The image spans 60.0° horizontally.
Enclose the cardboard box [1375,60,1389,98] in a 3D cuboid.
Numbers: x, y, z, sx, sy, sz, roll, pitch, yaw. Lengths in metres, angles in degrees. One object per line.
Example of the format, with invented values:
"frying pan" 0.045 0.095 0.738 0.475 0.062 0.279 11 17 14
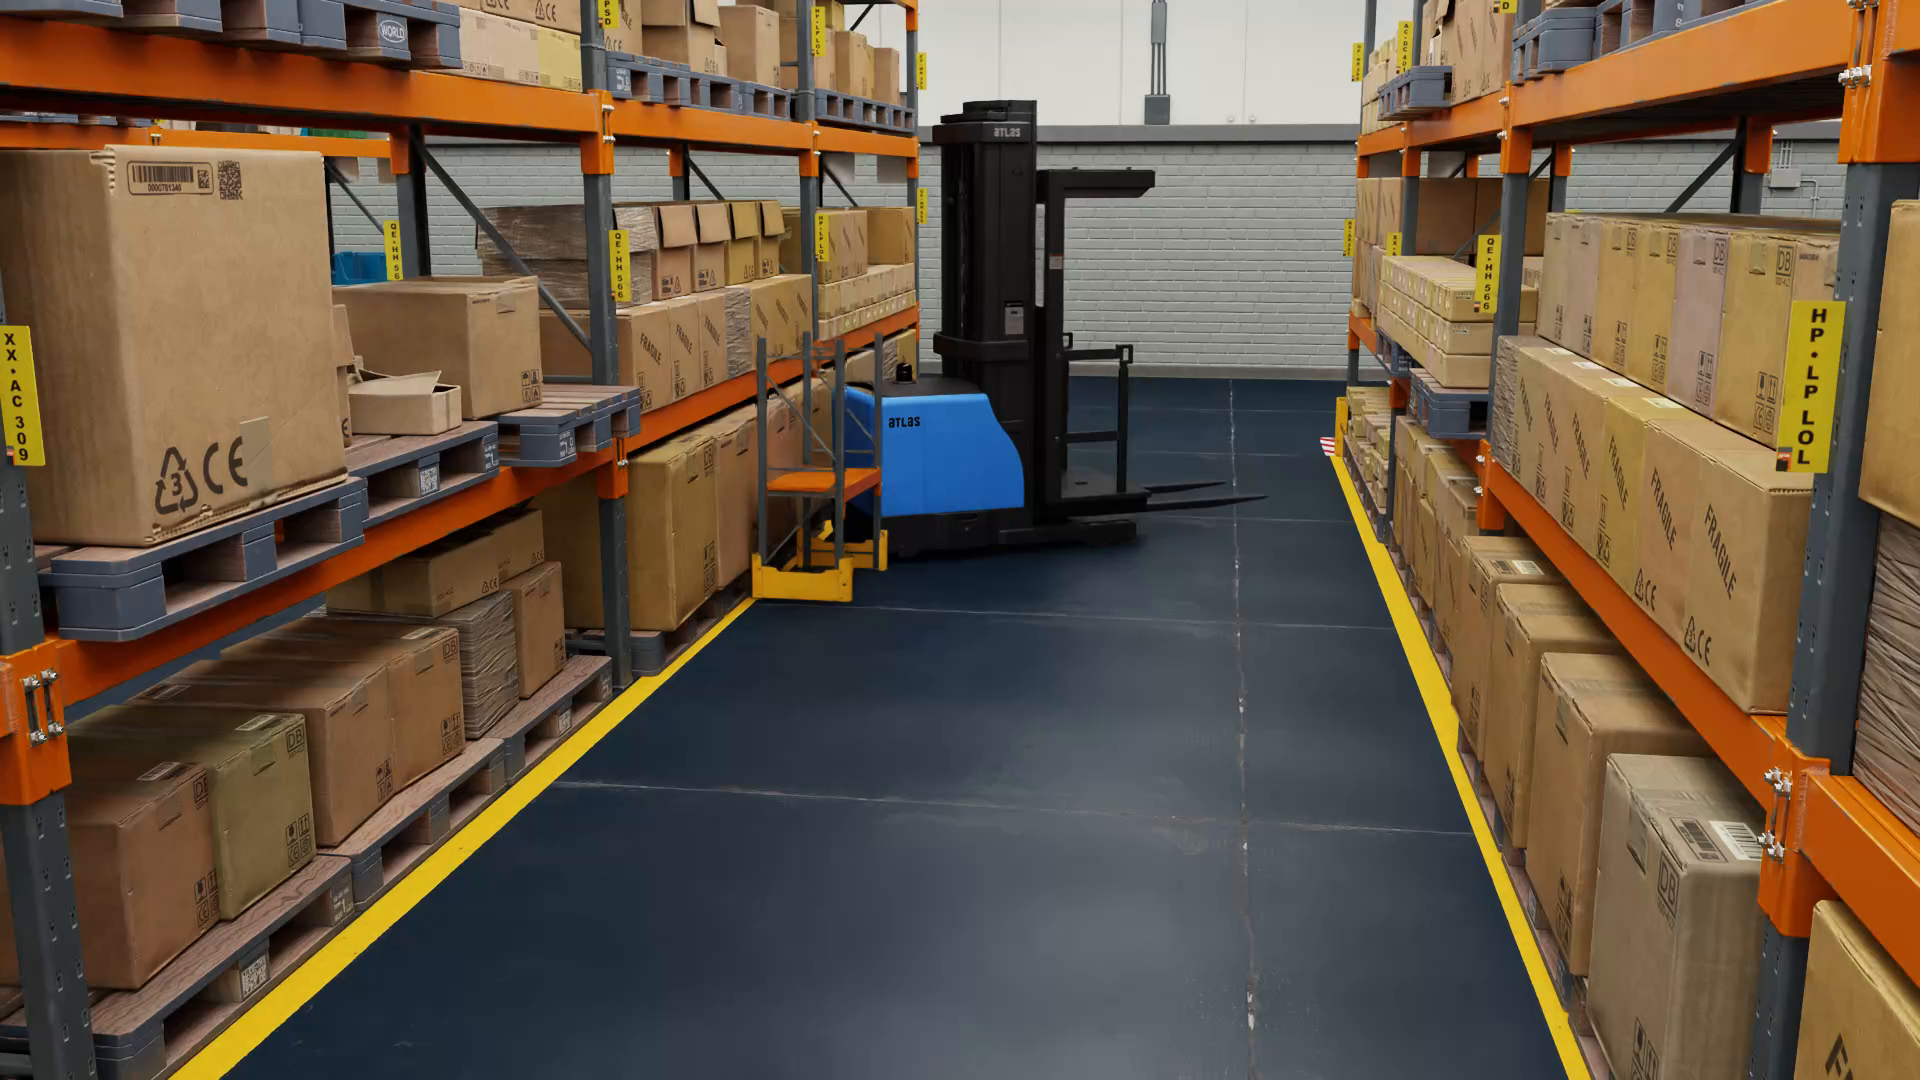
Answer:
"cardboard box" 3.429 -3.479 12.568 0.500 0.250 0.500 1 12 7

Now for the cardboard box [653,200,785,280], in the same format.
"cardboard box" -1.592 -1.999 11.031 0.797 0.503 0.637 2 12 7

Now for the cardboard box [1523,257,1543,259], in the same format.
"cardboard box" 3.514 -1.695 10.424 0.380 0.149 0.250 2 12 11

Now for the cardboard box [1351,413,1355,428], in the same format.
"cardboard box" 3.566 -1.045 14.287 0.380 0.149 0.250 2 12 8

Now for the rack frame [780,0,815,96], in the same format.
"rack frame" -1.502 -4.526 11.133 1.000 3.000 0.127 2 12 9

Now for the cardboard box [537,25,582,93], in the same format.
"cardboard box" -1.948 -2.046 7.105 0.500 0.250 0.500 2 12 9

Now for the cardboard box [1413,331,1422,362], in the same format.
"cardboard box" 2.551 -0.992 8.574 0.380 0.149 0.250 1 12 6

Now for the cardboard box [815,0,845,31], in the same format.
"cardboard box" -1.208 -4.141 13.219 0.500 0.250 0.500 1 12 7

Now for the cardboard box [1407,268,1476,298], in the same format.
"cardboard box" 2.632 -1.392 9.020 0.380 0.149 0.250 2 12 10

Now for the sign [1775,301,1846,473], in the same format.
"sign" 1.615 -0.289 3.153 0.100 0.325 0.005 2 12 9

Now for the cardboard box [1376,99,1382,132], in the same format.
"cardboard box" 3.435 -3.228 12.586 0.500 0.250 0.500 2 12 8

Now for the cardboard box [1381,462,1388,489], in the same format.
"cardboard box" 3.118 -0.444 11.498 0.380 0.149 0.250 2 12 10

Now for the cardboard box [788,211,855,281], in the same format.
"cardboard box" -1.093 -2.225 12.569 0.500 0.500 0.500 2 12 9

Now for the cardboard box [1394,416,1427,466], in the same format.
"cardboard box" 3.008 -0.616 10.388 0.500 0.250 0.500 1 12 6

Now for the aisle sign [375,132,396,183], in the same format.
"aisle sign" -5.481 -3.862 16.125 0.394 0.787 0.004 2 12 9

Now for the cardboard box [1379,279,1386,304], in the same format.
"cardboard box" 2.868 -1.572 10.561 0.380 0.149 0.250 2 12 10

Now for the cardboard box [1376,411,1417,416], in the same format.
"cardboard box" 3.455 -0.918 12.992 0.380 0.149 0.250 2 12 9

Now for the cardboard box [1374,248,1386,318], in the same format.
"cardboard box" 3.259 -1.823 11.891 0.500 0.500 0.500 2 12 7

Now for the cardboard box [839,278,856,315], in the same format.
"cardboard box" -1.090 -1.858 12.644 0.500 0.250 0.500 2 12 8

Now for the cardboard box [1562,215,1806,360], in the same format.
"cardboard box" 2.613 -0.918 6.021 0.700 0.500 0.500 2 12 8

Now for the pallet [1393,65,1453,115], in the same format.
"pallet" 3.027 -2.445 9.043 1.213 0.211 1.003 2 12 9

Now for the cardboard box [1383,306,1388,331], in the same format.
"cardboard box" 2.831 -1.369 10.324 0.380 0.149 0.250 2 12 10

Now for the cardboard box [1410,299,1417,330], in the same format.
"cardboard box" 2.590 -1.193 8.801 0.380 0.149 0.250 2 12 10

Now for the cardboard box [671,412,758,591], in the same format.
"cardboard box" -1.846 -0.255 9.604 1.225 0.875 0.875 2 12 9

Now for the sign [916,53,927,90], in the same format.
"sign" -0.353 -4.266 15.133 0.100 0.325 0.005 2 12 9

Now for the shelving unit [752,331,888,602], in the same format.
"shelving unit" -0.826 -0.481 10.032 0.587 1.500 1.083 2 10 9

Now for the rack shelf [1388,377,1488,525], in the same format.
"rack shelf" 3.076 -0.643 9.066 1.077 0.370 4.000 2 12 9

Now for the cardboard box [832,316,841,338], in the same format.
"cardboard box" -1.088 -1.576 12.281 0.380 0.149 0.250 1 12 7

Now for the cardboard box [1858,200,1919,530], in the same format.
"cardboard box" 2.062 -0.271 2.713 0.875 0.550 0.550 2 12 9

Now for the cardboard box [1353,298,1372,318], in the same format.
"cardboard box" 3.532 -1.956 14.044 0.380 0.149 0.250 2 12 7

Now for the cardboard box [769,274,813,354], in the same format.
"cardboard box" -1.304 -1.536 11.262 0.500 0.500 0.500 2 12 9

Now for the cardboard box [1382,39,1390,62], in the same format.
"cardboard box" 3.353 -3.641 12.371 0.380 0.149 0.250 2 12 8

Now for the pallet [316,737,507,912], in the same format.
"pallet" -2.429 1.019 6.265 1.003 0.211 1.213 2 12 9

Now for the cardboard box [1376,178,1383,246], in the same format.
"cardboard box" 3.355 -2.415 12.262 0.500 0.500 0.500 2 12 10

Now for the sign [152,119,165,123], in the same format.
"sign" -5.853 -3.206 12.108 0.100 0.325 0.005 2 12 9

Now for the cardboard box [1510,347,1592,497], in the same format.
"cardboard box" 2.357 -0.437 6.163 0.500 0.500 0.500 2 12 8

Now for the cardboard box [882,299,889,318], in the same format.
"cardboard box" -0.811 -1.951 14.024 0.380 0.149 0.250 2 12 9

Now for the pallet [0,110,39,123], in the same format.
"pallet" -6.592 -2.725 10.346 1.003 0.211 1.213 2 12 9

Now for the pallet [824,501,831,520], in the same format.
"pallet" -1.308 -0.386 12.781 1.003 0.211 1.213 2 12 9

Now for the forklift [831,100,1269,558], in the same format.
"forklift" 0.675 -1.483 11.418 3.031 2.935 1.130 -4 13 -20

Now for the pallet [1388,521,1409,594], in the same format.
"pallet" 3.265 0.114 10.463 1.003 0.211 1.213 2 12 9

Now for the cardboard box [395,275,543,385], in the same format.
"cardboard box" -2.161 -0.901 7.319 0.500 0.500 0.500 0 12 2

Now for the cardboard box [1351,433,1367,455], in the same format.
"cardboard box" 3.463 -0.798 13.847 0.380 0.149 0.250 2 12 9

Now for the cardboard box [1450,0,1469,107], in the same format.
"cardboard box" 2.750 -2.429 8.288 0.500 0.500 0.500 2 12 9

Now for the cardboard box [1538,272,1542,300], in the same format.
"cardboard box" 3.231 -1.315 8.665 0.380 0.149 0.250 2 12 10

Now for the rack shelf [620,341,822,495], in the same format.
"rack shelf" -1.810 -0.825 9.909 1.077 0.370 4.000 2 12 9

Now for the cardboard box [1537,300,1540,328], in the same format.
"cardboard box" 3.237 -1.169 8.690 0.380 0.149 0.250 2 12 8

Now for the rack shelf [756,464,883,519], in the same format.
"rack shelf" -0.831 -0.302 10.053 0.538 0.185 1.000 2 10 9

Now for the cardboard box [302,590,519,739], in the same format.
"cardboard box" -2.273 0.503 6.930 0.700 0.500 0.500 1 12 4

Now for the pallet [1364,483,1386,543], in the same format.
"pallet" 3.452 -0.189 11.869 1.003 0.211 1.213 2 12 9

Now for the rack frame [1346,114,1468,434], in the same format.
"rack frame" 3.998 -2.244 14.785 1.000 3.000 0.127 2 12 9
